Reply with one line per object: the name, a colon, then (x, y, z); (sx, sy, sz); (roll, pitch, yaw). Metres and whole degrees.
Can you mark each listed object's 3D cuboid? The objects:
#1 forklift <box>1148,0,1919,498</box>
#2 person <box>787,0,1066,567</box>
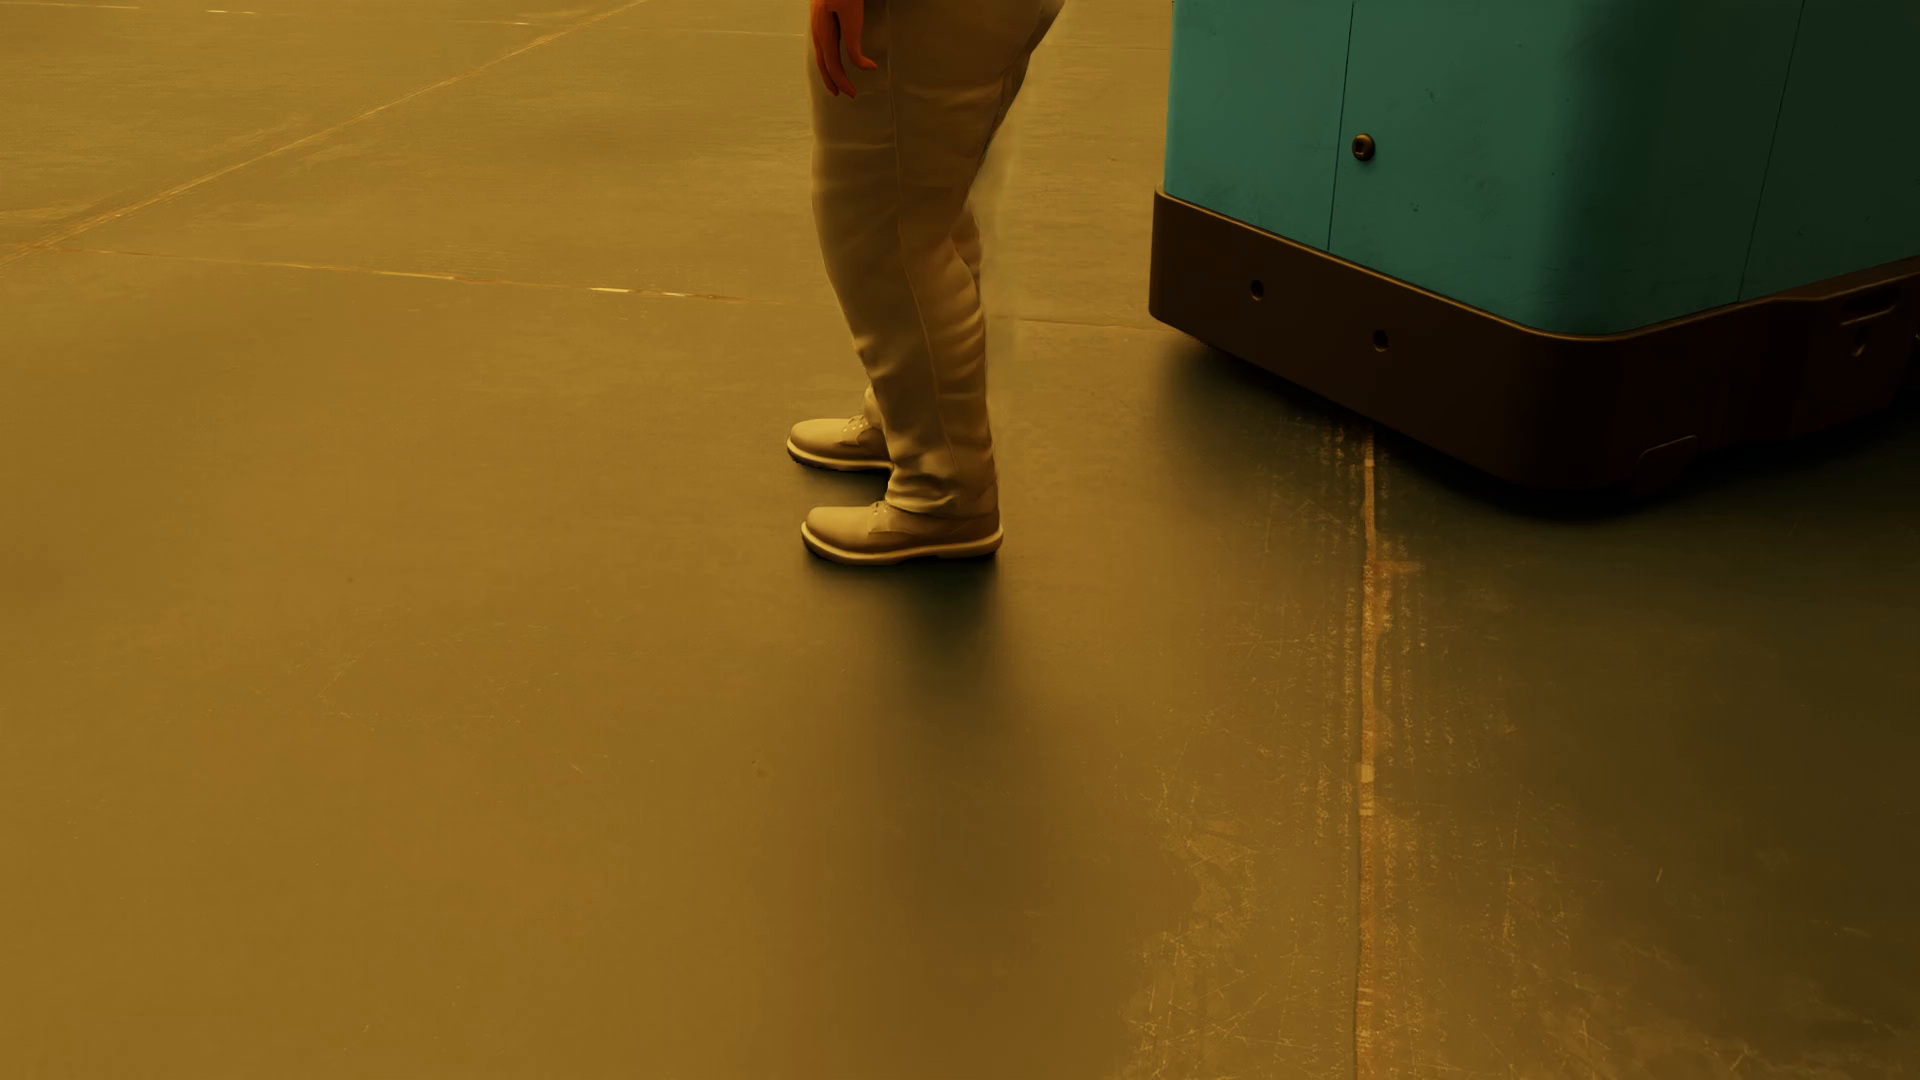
forklift: (1.891, -1.854, 2.921); (3.031, 2.935, 1.130); (-15, 31, -28)
person: (-0.095, -0.760, 2.163); (0.516, 1.670, 0.599); (6, 27, 13)
